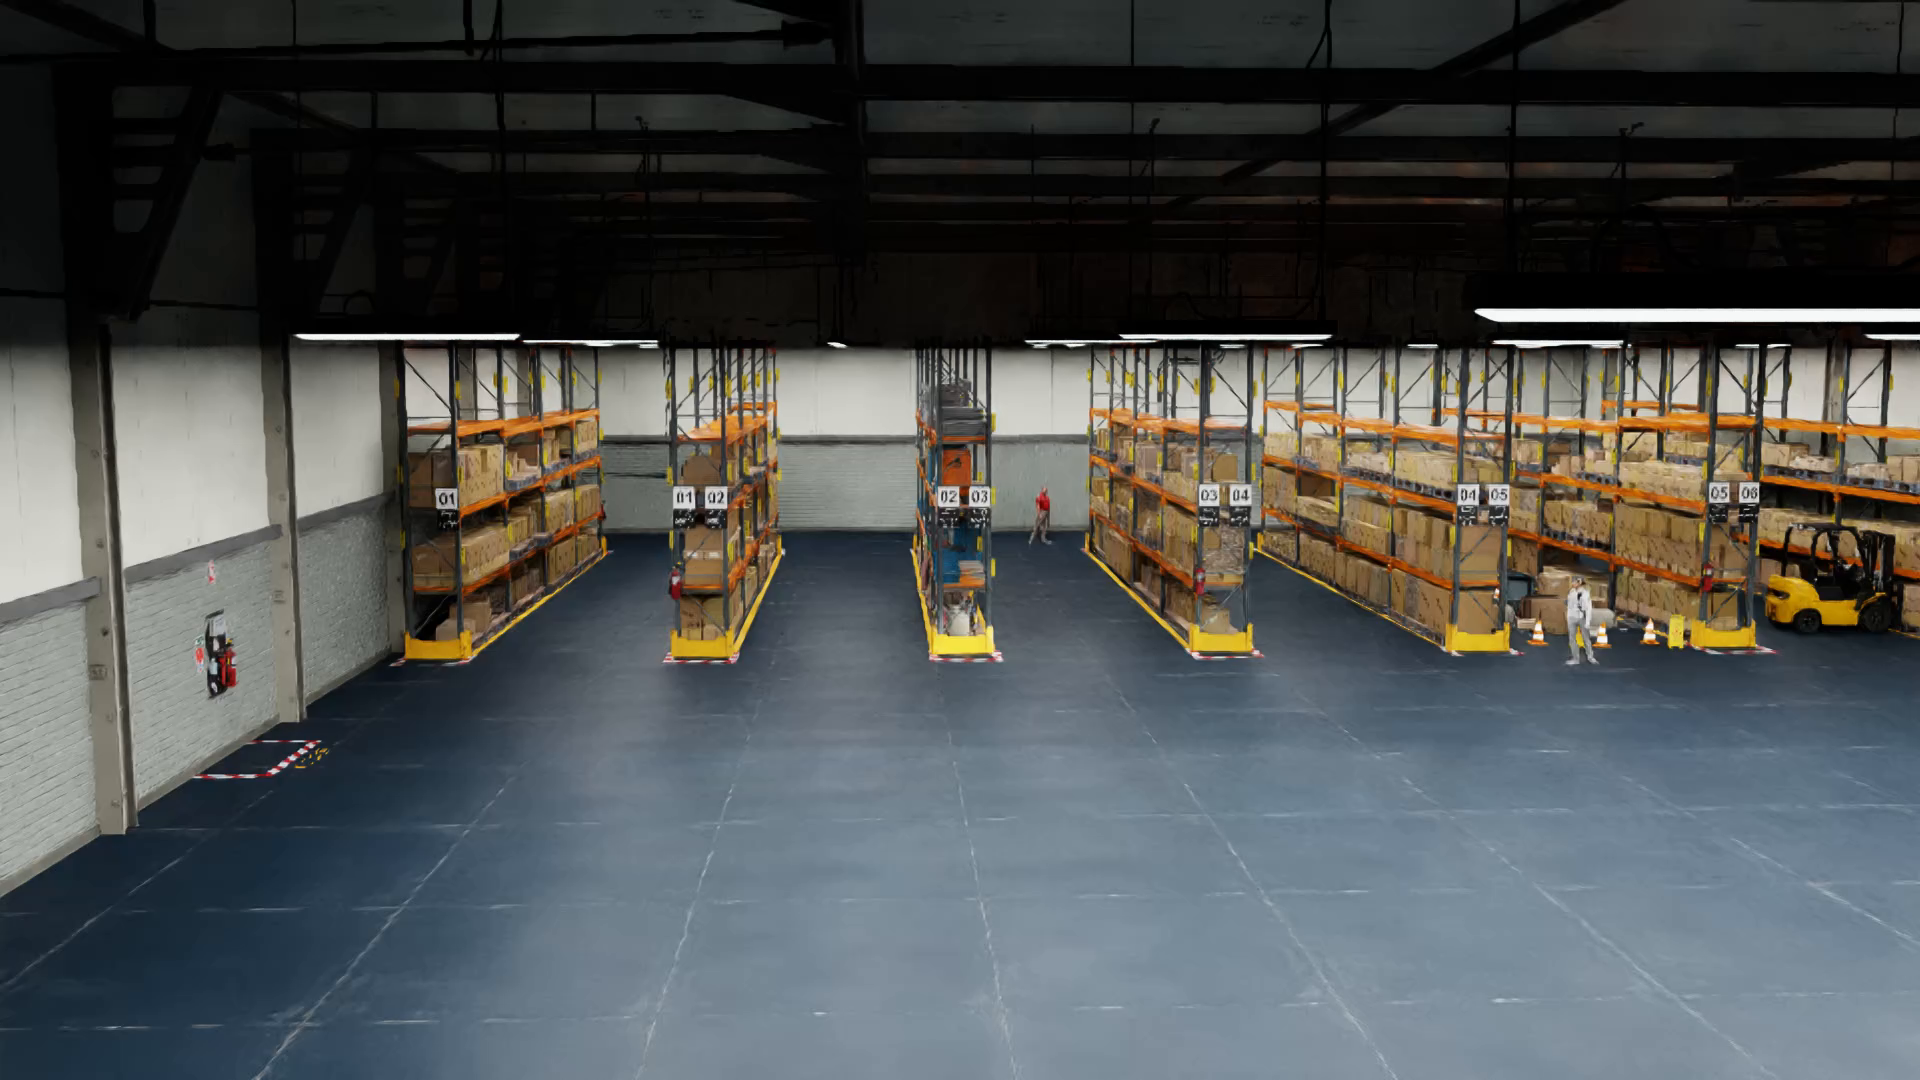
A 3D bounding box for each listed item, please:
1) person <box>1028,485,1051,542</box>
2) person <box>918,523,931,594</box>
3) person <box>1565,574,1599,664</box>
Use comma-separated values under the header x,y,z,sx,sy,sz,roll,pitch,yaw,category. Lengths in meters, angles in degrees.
x,y,z,sx,sy,sz,roll,pitch,yaw,category
2.379,-0.781,49.780,0.505,1.722,0.720,6,9,43,person
-0.626,0.406,38.374,0.488,1.631,0.956,2,7,19,person
11.406,1.445,30.512,0.525,1.668,0.572,-4,8,-31,person
